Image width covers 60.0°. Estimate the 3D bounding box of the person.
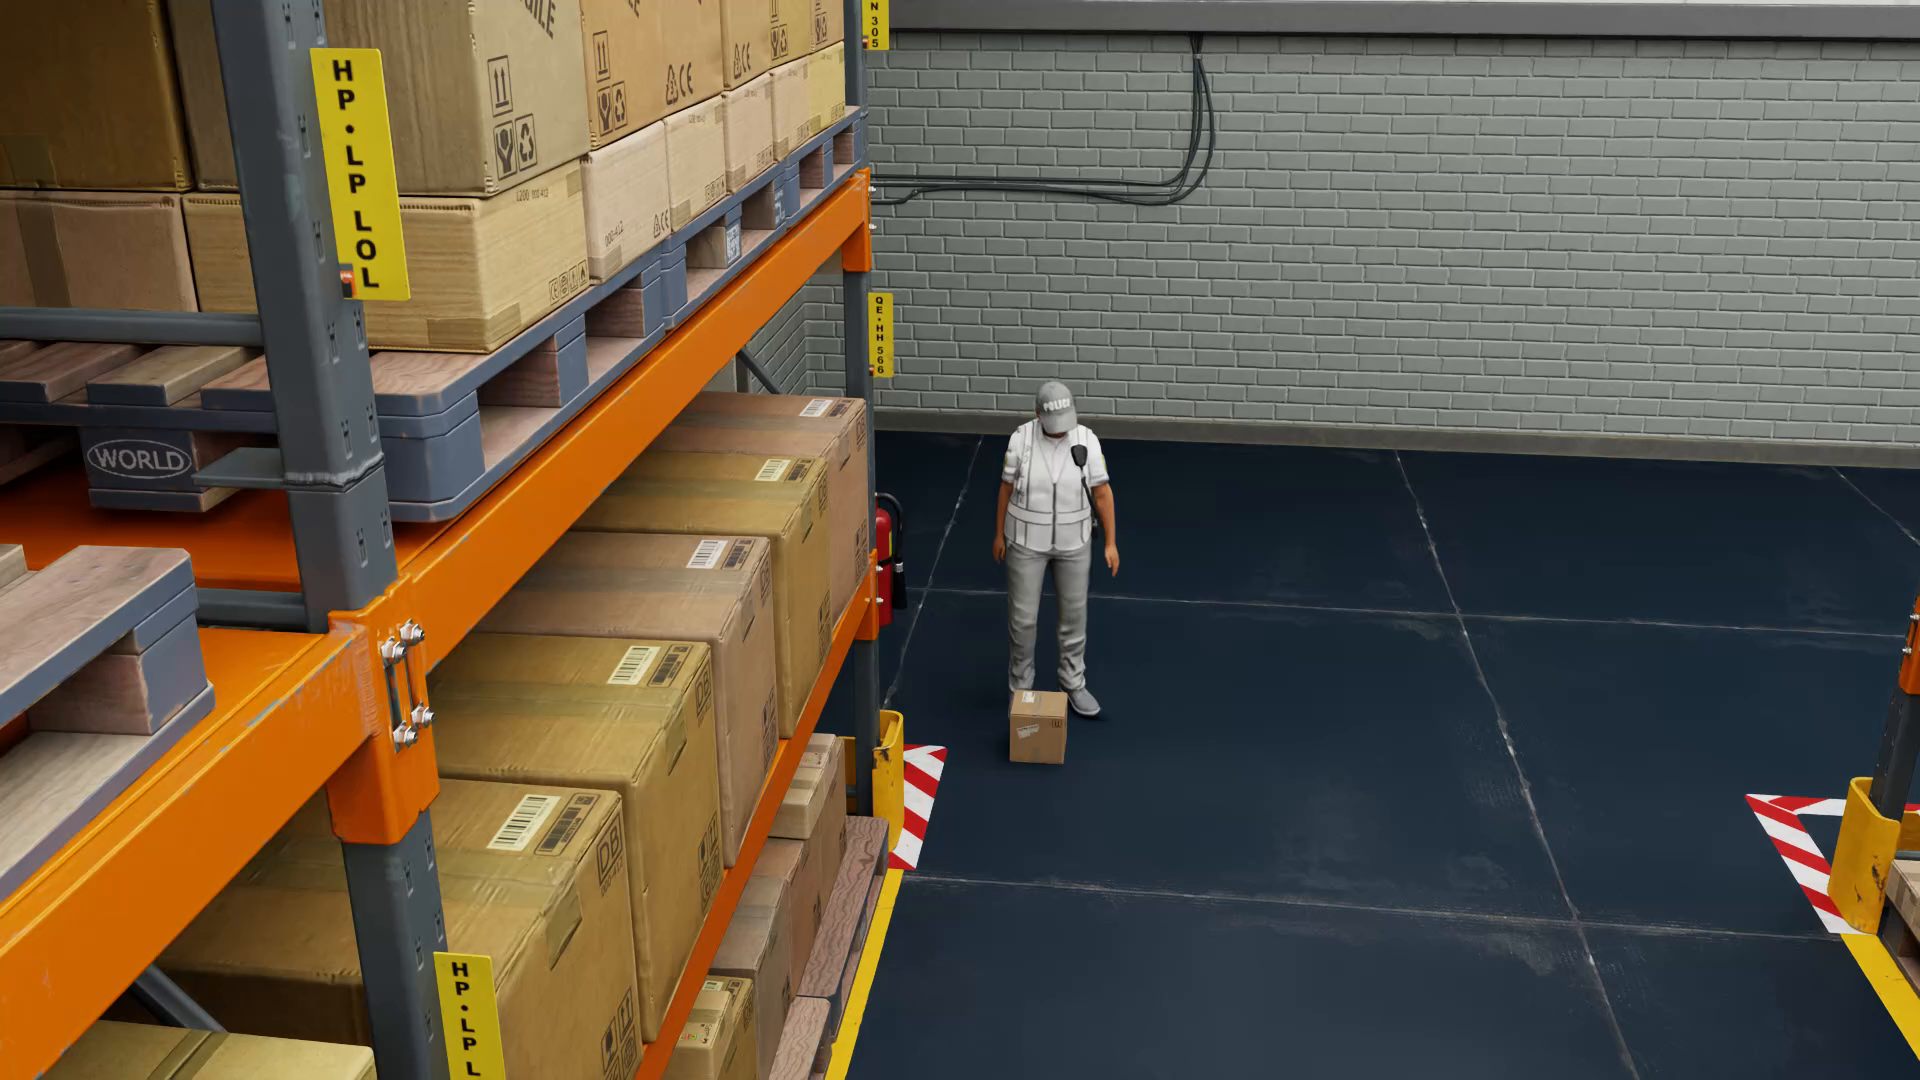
[{"bbox_3d":[0.463,0.056,7.950,0.587,1.697,0.386,-2,21,-4],"label":"person"}]
